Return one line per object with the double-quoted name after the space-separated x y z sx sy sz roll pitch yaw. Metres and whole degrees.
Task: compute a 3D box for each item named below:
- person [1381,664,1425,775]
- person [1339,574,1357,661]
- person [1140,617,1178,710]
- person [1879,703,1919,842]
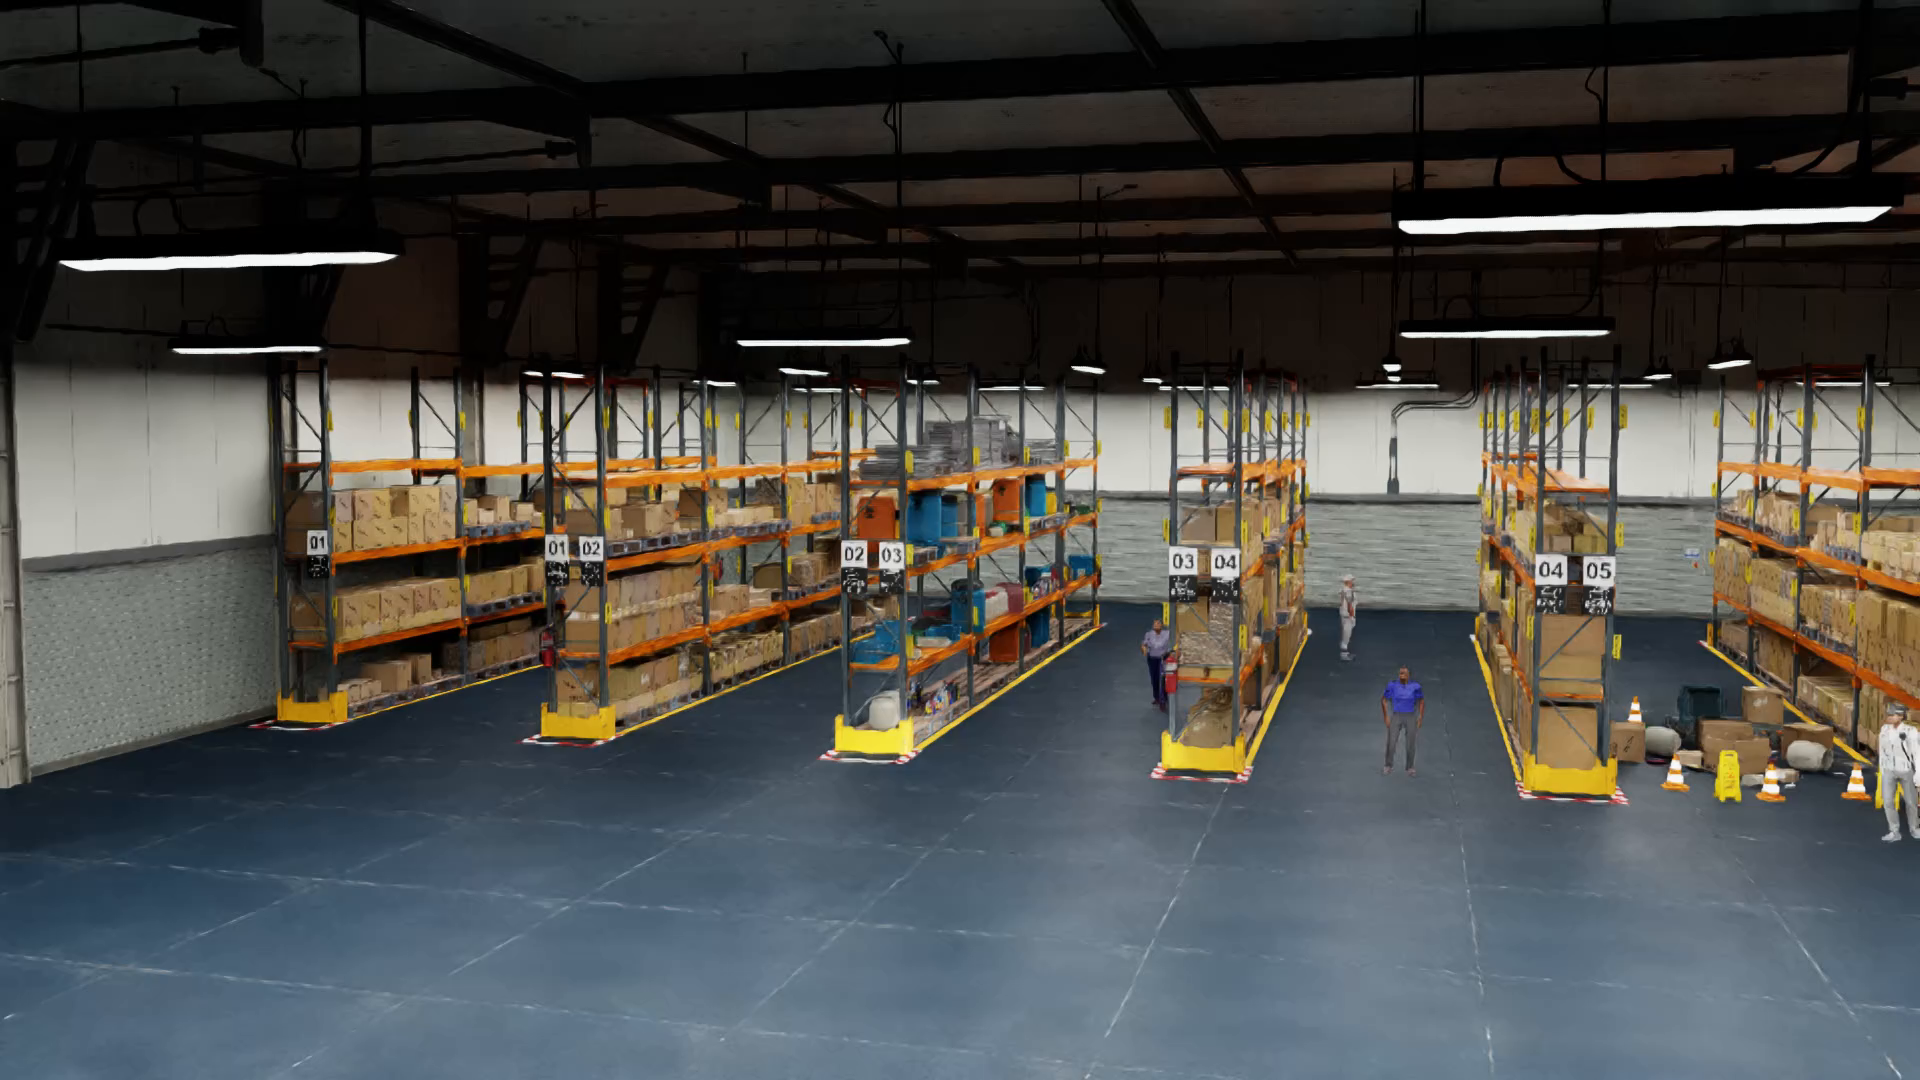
6.238 2.524 23.434 0.592 1.604 0.518 1 4 14 "person"
8.101 1.596 34.653 0.388 1.792 0.661 0 4 -1 "person"
3.476 2.125 29.071 0.628 1.583 0.828 2 4 20 "person"
11.232 2.753 19.822 0.546 1.662 0.514 -3 5 -38 "person"
